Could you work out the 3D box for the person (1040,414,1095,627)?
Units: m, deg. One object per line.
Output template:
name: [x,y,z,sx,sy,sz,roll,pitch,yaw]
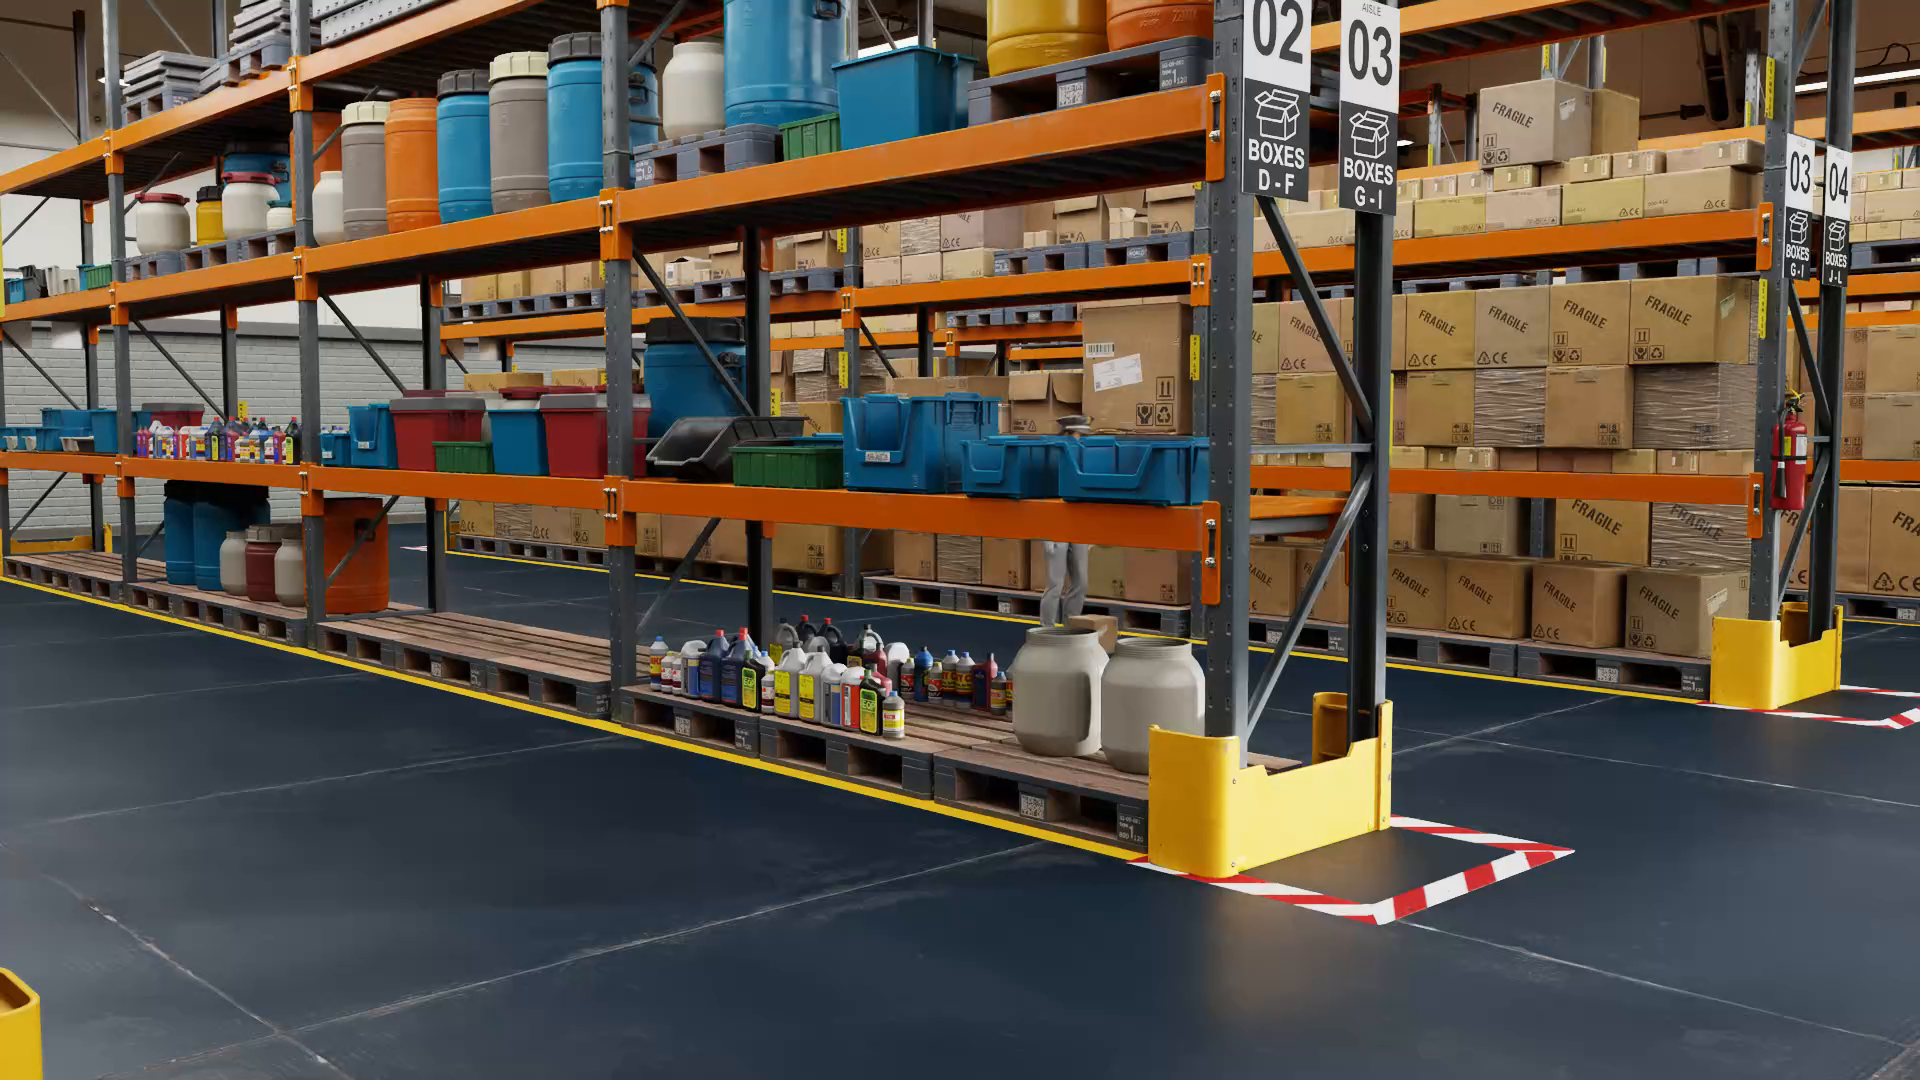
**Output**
person: [0.763,-0.054,11.761,0.369,1.667,0.547,4,6,43]
